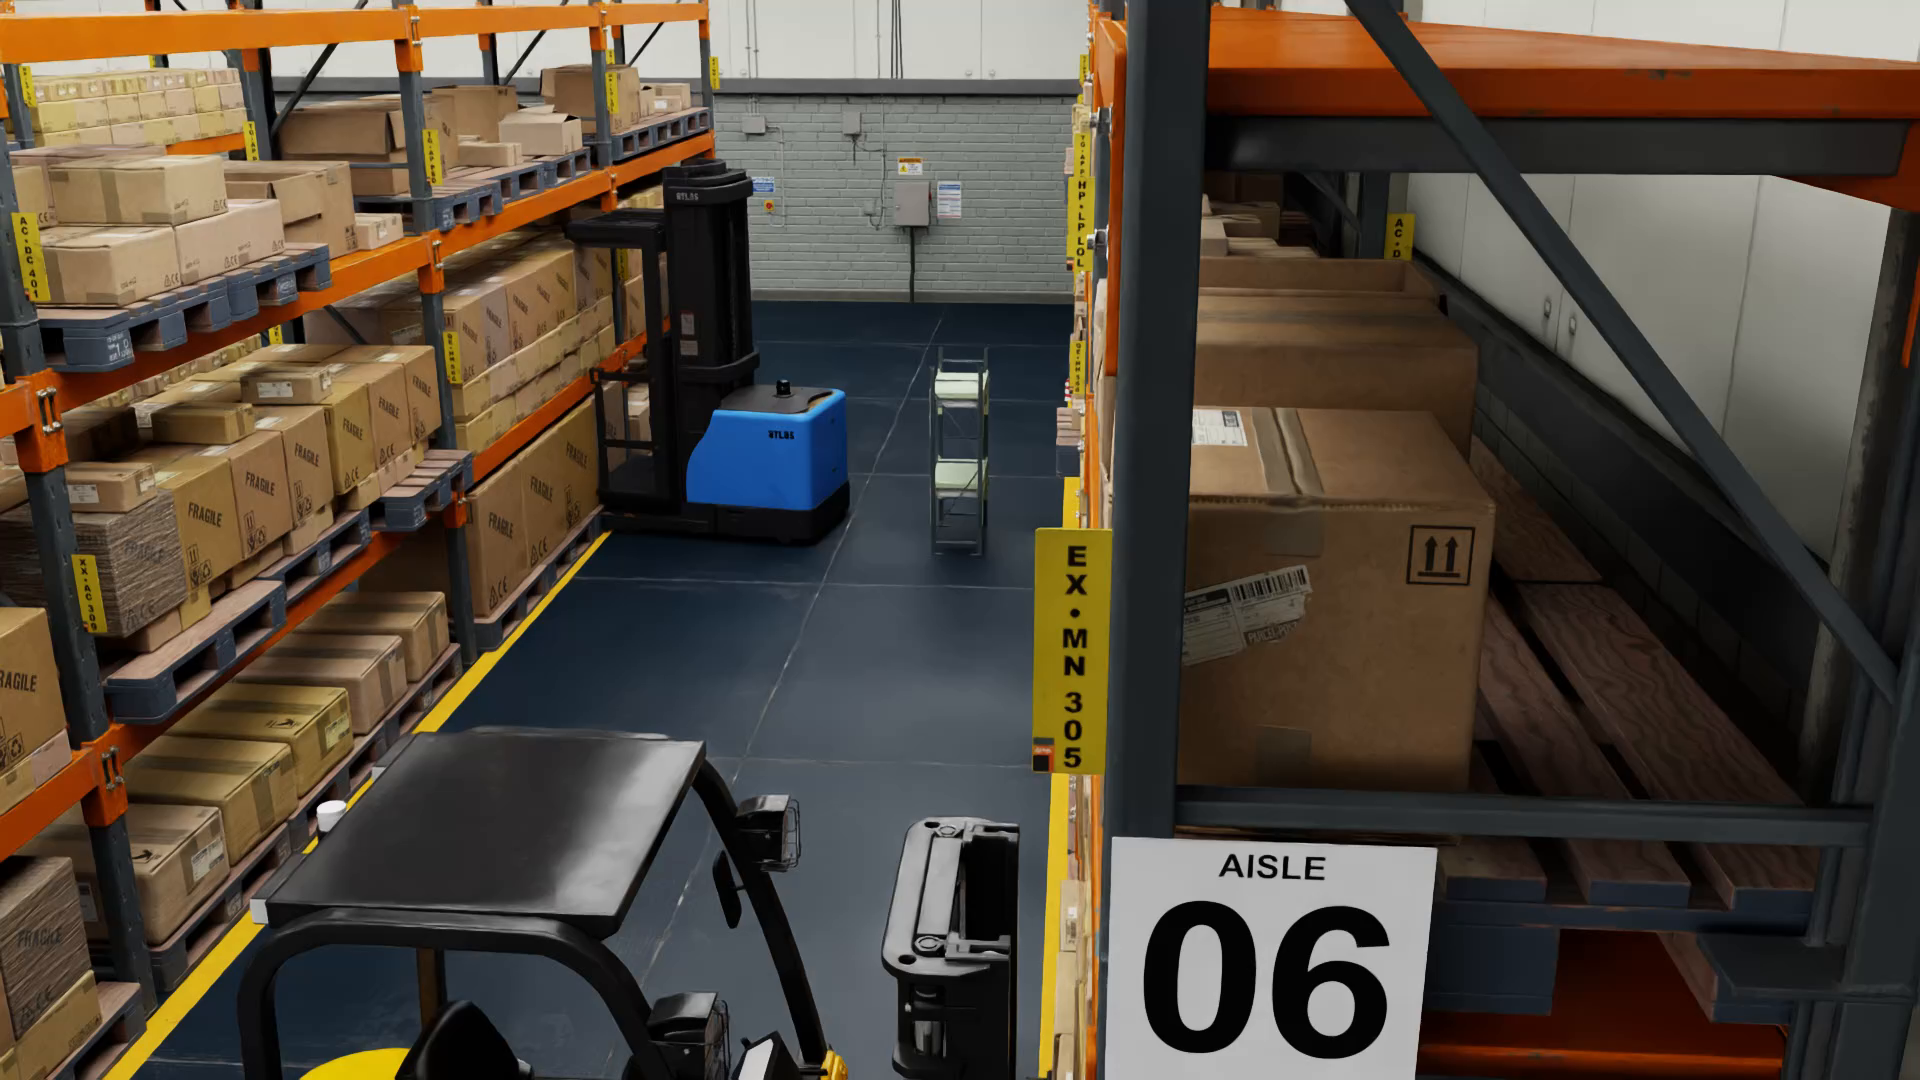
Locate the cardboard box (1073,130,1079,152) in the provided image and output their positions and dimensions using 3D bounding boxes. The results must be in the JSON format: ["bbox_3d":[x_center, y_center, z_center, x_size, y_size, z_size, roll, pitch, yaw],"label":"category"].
[{"bbox_3d":[1.047,-2.993,12.490,0.380,0.149,0.250,2,18,5],"label":"cardboard box"}]

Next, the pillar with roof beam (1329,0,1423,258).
[{"bbox_3d":[-2.233,-3.040,8.249,9.100,9.000,0.400,1,18,4],"label":"pillar with roof beam"}]

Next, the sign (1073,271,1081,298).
[{"bbox_3d":[1.000,-2.182,13.874,0.100,0.325,0.005,1,18,4],"label":"sign"}]

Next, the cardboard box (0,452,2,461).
[{"bbox_3d":[-8.193,-0.566,13.674,0.500,0.500,0.500,1,18,3],"label":"cardboard box"}]

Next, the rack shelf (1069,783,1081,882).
[{"bbox_3d":[0.825,1.687,4.612,1.077,0.370,4.000,1,18,4],"label":"rack shelf"}]

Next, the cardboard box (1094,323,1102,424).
[{"bbox_3d":[0.559,-0.430,4.483,0.396,0.266,0.258,1,18,3],"label":"cardboard box"}]

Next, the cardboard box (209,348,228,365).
[{"bbox_3d":[-7.901,-1.910,17.383,0.380,0.149,0.250,1,18,2],"label":"cardboard box"}]

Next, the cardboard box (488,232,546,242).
[{"bbox_3d":[-3.728,-2.263,13.745,0.500,0.500,0.500,1,18,5],"label":"cardboard box"}]

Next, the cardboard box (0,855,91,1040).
[{"bbox_3d":[-3.758,1.555,6.397,0.500,0.500,0.500,1,18,3],"label":"cardboard box"}]

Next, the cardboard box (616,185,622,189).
[{"bbox_3d":[-3.532,-3.437,16.286,0.380,0.149,0.250,1,18,4],"label":"cardboard box"}]

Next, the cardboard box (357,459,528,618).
[{"bbox_3d":[-3.564,-0.030,11.436,0.875,0.875,0.875,1,18,3],"label":"cardboard box"}]

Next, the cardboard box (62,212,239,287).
[{"bbox_3d":[-3.506,-1.269,7.229,0.500,0.250,0.500,1,18,3],"label":"cardboard box"}]

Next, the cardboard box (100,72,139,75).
[{"bbox_3d":[-8.377,-4.558,16.496,0.380,0.149,0.250,2,18,5],"label":"cardboard box"}]

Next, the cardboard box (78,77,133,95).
[{"bbox_3d":[-7.949,-4.223,15.473,0.380,0.149,0.250,2,18,7],"label":"cardboard box"}]

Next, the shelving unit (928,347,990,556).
[{"bbox_3d":[0.000,-0.711,13.183,0.431,1.500,0.755,1,18,4],"label":"shelving unit"}]

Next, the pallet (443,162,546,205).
[{"bbox_3d":[-3.626,-2.512,11.758,1.003,0.211,1.213,2,18,6],"label":"pallet"}]

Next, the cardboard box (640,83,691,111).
[{"bbox_3d":[-3.065,-4.572,17.147,0.500,0.250,0.500,0,18,-1],"label":"cardboard box"}]

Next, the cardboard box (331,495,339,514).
[{"bbox_3d":[-3.581,-0.198,8.939,0.380,0.149,0.250,1,18,4],"label":"cardboard box"}]

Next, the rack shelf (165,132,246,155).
[{"bbox_3d":[-8.210,-3.654,16.095,1.077,0.370,4.000,1,18,4],"label":"rack shelf"}]

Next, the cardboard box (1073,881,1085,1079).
[{"bbox_3d":[0.563,1.284,4.527,0.500,0.500,0.500,1,18,4],"label":"cardboard box"}]

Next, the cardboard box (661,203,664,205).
[{"bbox_3d":[-3.004,-3.007,16.018,0.500,0.500,0.500,1,18,4],"label":"cardboard box"}]

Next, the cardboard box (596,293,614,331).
[{"bbox_3d":[-3.198,-1.894,13.824,0.500,0.250,0.500,1,18,4],"label":"cardboard box"}]

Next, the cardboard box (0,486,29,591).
[{"bbox_3d":[-4.179,0.077,7.057,0.500,0.500,0.500,1,18,3],"label":"cardboard box"}]

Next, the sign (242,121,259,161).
[{"bbox_3d":[-4.249,-2.352,10.008,0.100,0.325,0.005,1,18,4],"label":"sign"}]

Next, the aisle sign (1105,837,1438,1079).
[{"bbox_3d":[0.384,0.745,2.157,0.394,0.787,0.004,1,18,4],"label":"aisle sign"}]

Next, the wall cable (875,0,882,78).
[{"bbox_3d":[-2.246,-7.719,22.527,2.355,3.000,0.029,1,18,4],"label":"wall cable"}]

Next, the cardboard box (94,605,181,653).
[{"bbox_3d":[-3.628,0.370,7.207,0.380,0.149,0.250,2,18,5],"label":"cardboard box"}]

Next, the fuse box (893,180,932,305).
[{"bbox_3d":[-0.657,-4.160,23.370,0.539,1.711,0.414,1,18,4],"label":"fuse box"}]

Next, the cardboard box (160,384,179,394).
[{"bbox_3d":[-7.952,-1.444,16.438,0.380,0.149,0.250,1,18,3],"label":"cardboard box"}]

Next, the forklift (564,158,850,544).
[{"bbox_3d":[-2.506,-1.596,13.587,3.031,2.935,1.130,5,19,14],"label":"forklift"}]

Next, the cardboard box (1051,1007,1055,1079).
[{"bbox_3d":[0.603,1.974,6.323,0.500,0.250,0.500,1,18,4],"label":"cardboard box"}]

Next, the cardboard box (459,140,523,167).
[{"bbox_3d":[-3.395,-2.794,12.015,0.380,0.166,0.250,3,18,9],"label":"cardboard box"}]

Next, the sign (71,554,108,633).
[{"bbox_3d":[-3.441,0.213,6.566,0.100,0.325,0.005,1,18,4],"label":"sign"}]

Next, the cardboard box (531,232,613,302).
[{"bbox_3d":[-3.191,-2.248,13.701,0.500,0.500,0.500,2,18,6],"label":"cardboard box"}]

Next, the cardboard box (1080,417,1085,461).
[{"bbox_3d":[0.955,-0.553,9.731,0.500,0.250,0.500,1,18,4],"label":"cardboard box"}]

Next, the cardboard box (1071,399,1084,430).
[{"bbox_3d":[0.920,-0.811,10.810,0.380,0.149,0.250,2,18,5],"label":"cardboard box"}]

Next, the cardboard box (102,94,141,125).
[{"bbox_3d":[-7.990,-3.996,15.421,0.500,0.250,0.500,2,18,5],"label":"cardboard box"}]

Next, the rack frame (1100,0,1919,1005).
[{"bbox_3d":[0.682,-0.884,1.670,1.000,3.000,0.127,1,18,4],"label":"rack frame"}]

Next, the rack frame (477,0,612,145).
[{"bbox_3d":[-3.409,-4.721,13.379,1.000,3.000,0.127,1,18,4],"label":"rack frame"}]

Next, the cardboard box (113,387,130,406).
[{"bbox_3d":[-8.075,-1.343,15.653,0.380,0.149,0.250,1,18,3],"label":"cardboard box"}]

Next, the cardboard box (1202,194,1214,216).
[{"bbox_3d":[0.832,-1.375,7.292,0.500,0.311,0.500,1,18,2],"label":"cardboard box"}]

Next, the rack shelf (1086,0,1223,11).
[{"bbox_3d":[1.685,-4.889,15.053,1.077,0.370,4.000,1,18,4],"label":"rack shelf"}]

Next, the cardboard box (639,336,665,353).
[{"bbox_3d":[-3.070,-1.887,17.806,0.875,0.438,0.875,1,18,2],"label":"cardboard box"}]

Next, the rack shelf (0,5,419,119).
[{"bbox_3d":[-3.839,-2.326,7.866,1.077,0.370,4.000,1,18,4],"label":"rack shelf"}]

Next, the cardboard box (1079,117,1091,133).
[{"bbox_3d":[1.031,-2.892,11.707,0.380,0.149,0.250,1,18,4],"label":"cardboard box"}]

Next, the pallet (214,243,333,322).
[{"bbox_3d":[-3.761,-1.233,7.854,1.213,0.211,1.003,1,18,4],"label":"pallet"}]

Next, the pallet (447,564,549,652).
[{"bbox_3d":[-3.564,0.454,11.698,1.003,0.211,1.213,1,18,4],"label":"pallet"}]

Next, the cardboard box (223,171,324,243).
[{"bbox_3d":[-3.777,-1.628,8.591,0.797,0.503,0.637,1,18,4],"label":"cardboard box"}]

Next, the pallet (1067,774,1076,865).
[{"bbox_3d":[1.067,1.440,8.691,1.003,0.211,1.213,1,18,4],"label":"pallet"}]

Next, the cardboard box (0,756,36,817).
[{"bbox_3d":[-3.713,0.918,6.207,0.380,0.149,0.250,2,18,5],"label":"cardboard box"}]

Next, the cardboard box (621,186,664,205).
[{"bbox_3d":[-3.000,-3.266,15.765,0.380,0.149,0.250,1,18,4],"label":"cardboard box"}]

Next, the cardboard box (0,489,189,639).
[{"bbox_3d":[-3.663,0.087,7.028,0.500,0.500,0.500,2,18,5],"label":"cardboard box"}]

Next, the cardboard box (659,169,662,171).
[{"bbox_3d":[-2.949,-3.827,17.479,0.380,0.149,0.250,2,18,5],"label":"cardboard box"}]

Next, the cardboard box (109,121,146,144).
[{"bbox_3d":[-7.974,-3.758,15.499,0.500,0.250,0.500,2,18,6],"label":"cardboard box"}]

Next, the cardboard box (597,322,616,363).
[{"bbox_3d":[-3.190,-1.654,13.894,0.500,0.250,0.500,1,18,3],"label":"cardboard box"}]

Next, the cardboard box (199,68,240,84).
[{"bbox_3d":[-7.798,-4.863,17.427,0.380,0.149,0.250,1,18,3],"label":"cardboard box"}]
